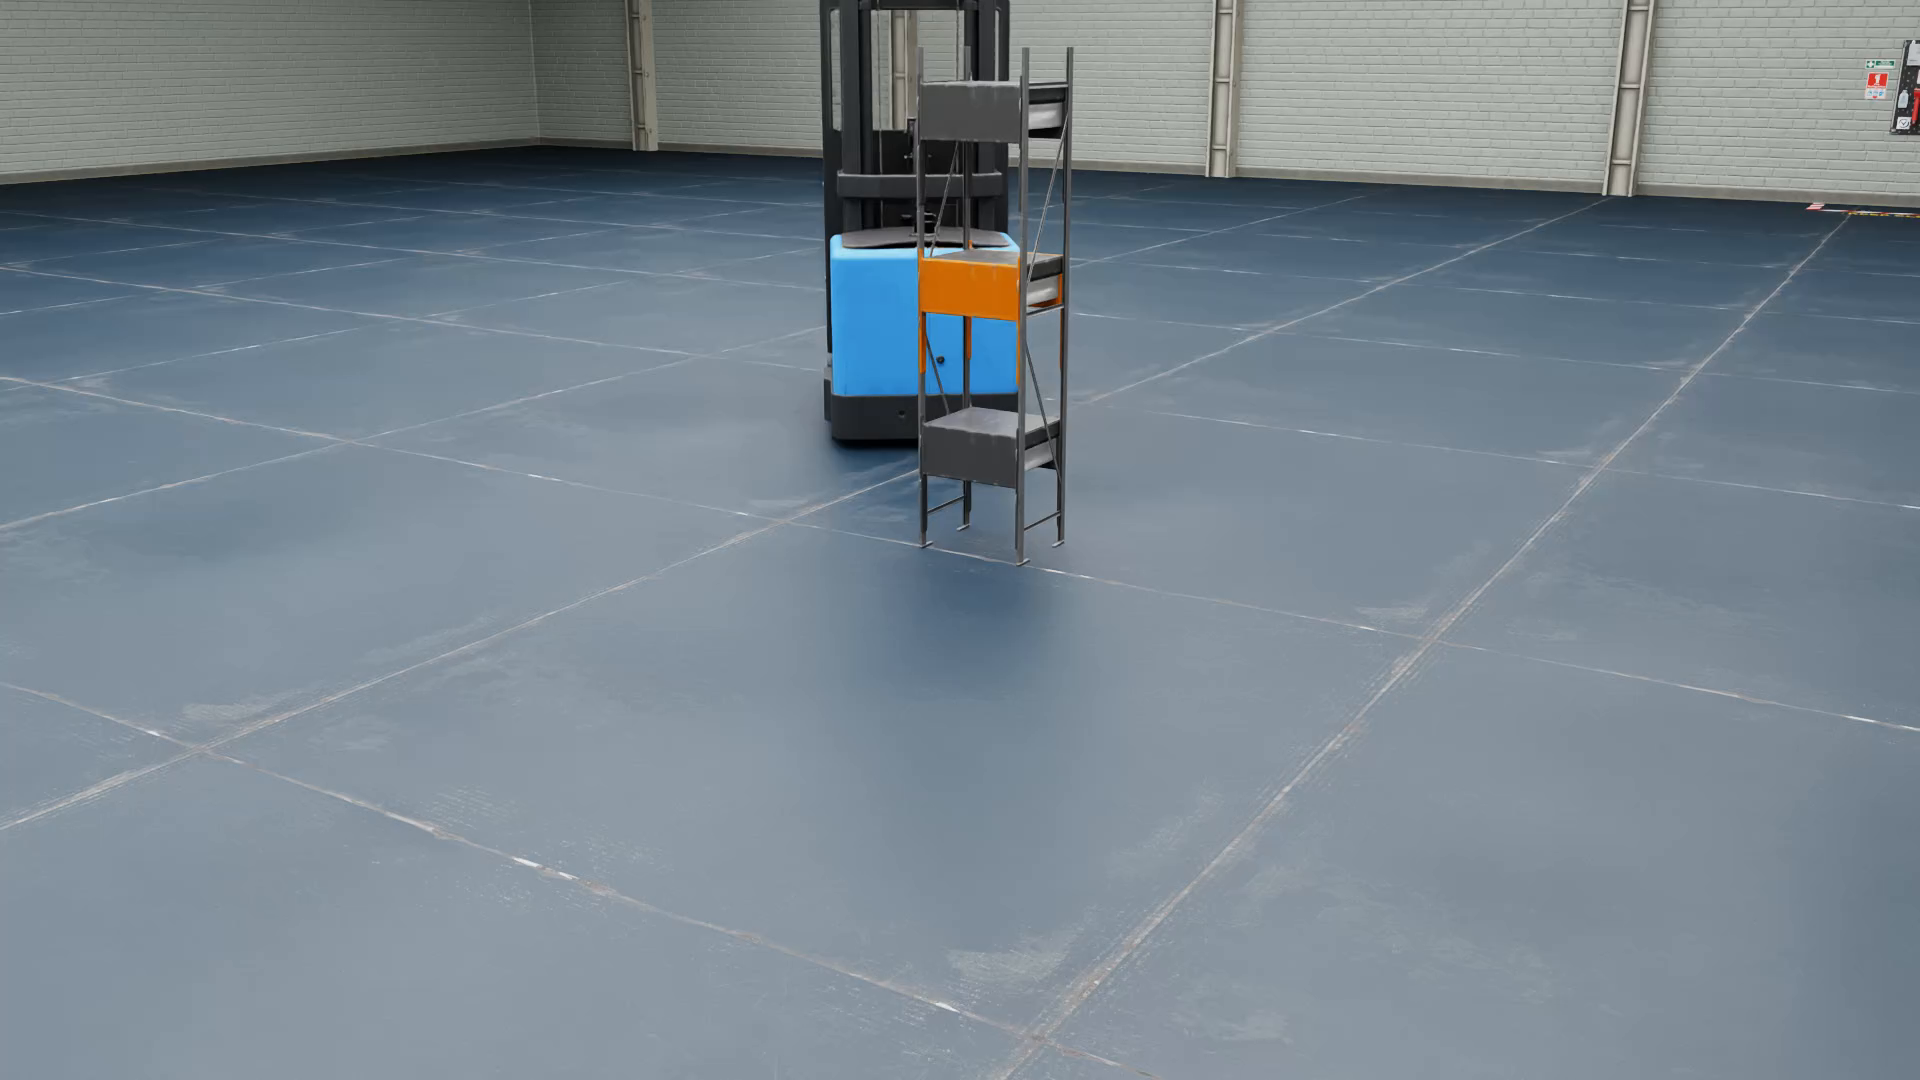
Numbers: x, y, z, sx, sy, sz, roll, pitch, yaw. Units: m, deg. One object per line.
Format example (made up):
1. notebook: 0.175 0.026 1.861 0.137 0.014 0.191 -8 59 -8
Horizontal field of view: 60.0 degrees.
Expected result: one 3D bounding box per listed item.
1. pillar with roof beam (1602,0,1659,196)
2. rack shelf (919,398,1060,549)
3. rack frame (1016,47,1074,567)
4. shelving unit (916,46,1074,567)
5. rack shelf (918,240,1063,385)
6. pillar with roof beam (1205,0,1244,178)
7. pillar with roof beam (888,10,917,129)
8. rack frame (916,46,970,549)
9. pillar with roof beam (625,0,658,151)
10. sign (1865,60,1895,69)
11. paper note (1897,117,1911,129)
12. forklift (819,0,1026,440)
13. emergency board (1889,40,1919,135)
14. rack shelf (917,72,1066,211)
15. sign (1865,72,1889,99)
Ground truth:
1. pillar with roof beam: 6.982 -8.076 18.484 0.400 9.000 9.100 10 20 30
2. rack shelf: 0.141 -0.297 7.201 0.480 0.518 0.431 10 20 30
3. rack frame: 0.349 -0.942 6.871 0.015 2.100 0.400 10 20 30
4. shelving unit: 0.141 -0.979 6.993 0.503 2.100 0.431 10 20 30
5. rack shelf: 0.141 -0.966 6.997 0.480 0.518 0.431 10 20 30
6. pillar with roof beam: 1.869 -8.988 21.489 0.400 9.000 9.100 10 20 30
7. pillar with roof beam: -3.243 -9.901 24.493 0.400 9.000 9.100 10 20 30
8. rack frame: -0.067 -1.017 7.115 0.015 2.100 0.400 10 20 30
9. pillar with roof beam: -8.356 -10.814 27.498 0.400 9.000 9.100 10 20 30
10. sign: 11.844 -6.122 21.400 0.331 0.109 0.001 10 20 30
11. paper note: 12.147 -5.367 21.403 0.142 0.148 0.016 10 20 30
12. forklift: -0.279 -2.316 9.963 1.130 2.935 3.031 -1 17 -4
13. emergency board: 12.264 -5.750 21.150 0.626 1.169 0.157 10 20 30
14. rack shelf: 0.141 -1.636 6.794 0.480 0.518 0.431 10 20 30
15. sign: 11.845 -5.871 21.486 0.234 0.329 0.001 10 20 30
